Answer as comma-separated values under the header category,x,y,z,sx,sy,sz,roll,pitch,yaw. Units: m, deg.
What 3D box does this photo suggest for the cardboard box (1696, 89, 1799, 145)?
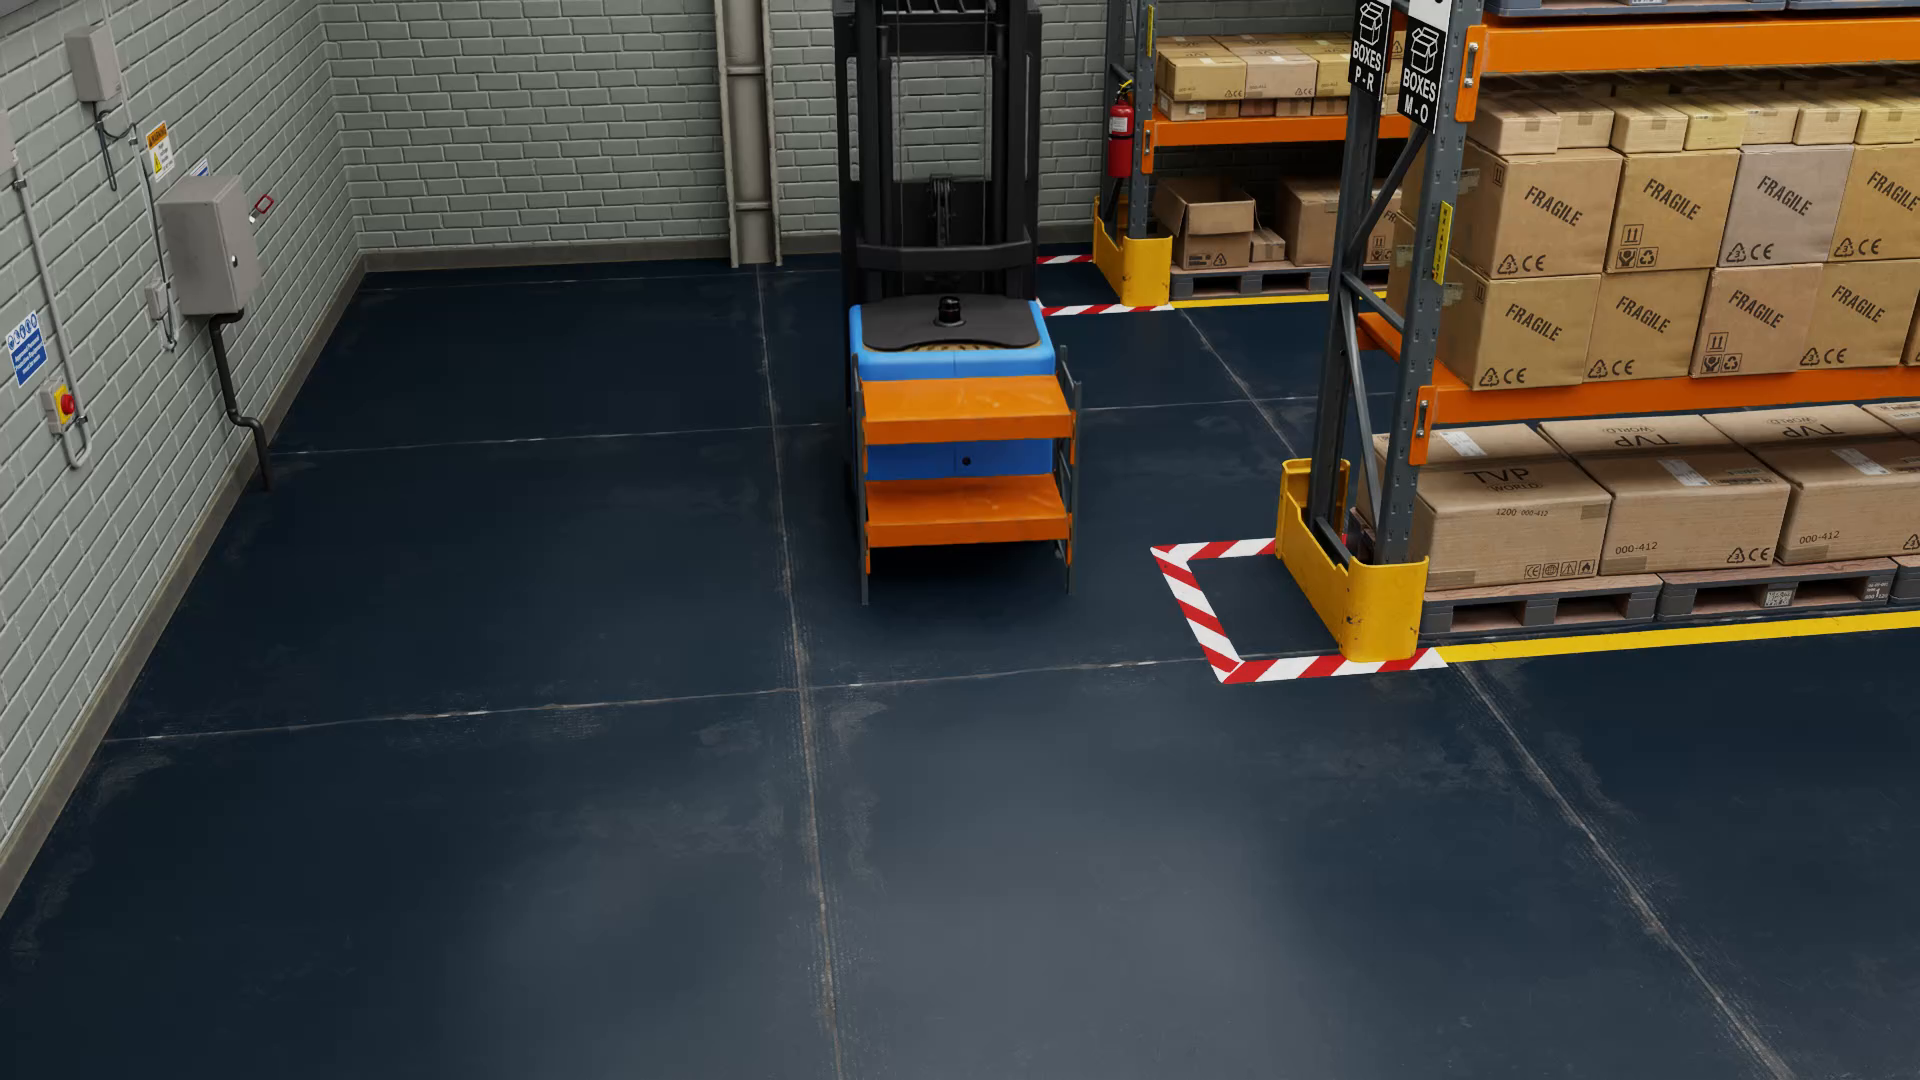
category,x,y,z,sx,sy,sz,roll,pitch,yaw
cardboard box,3.320,-1.796,7.050,0.250,0.149,0.380,-3,27,-7

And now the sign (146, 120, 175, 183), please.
category,x,y,z,sx,sy,sz,roll,pitch,yaw
sign,-4.030,-1.961,8.381,0.001,0.242,0.339,-4,27,-7

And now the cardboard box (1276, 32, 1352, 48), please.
category,x,y,z,sx,sy,sz,roll,pitch,yaw
cardboard box,2.621,-3.562,12.245,0.500,0.250,0.500,-3,27,-5

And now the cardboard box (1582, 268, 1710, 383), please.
category,x,y,z,sx,sy,sz,roll,pitch,yaw
cardboard box,2.909,-1.032,7.366,0.500,0.500,0.500,-4,27,-8

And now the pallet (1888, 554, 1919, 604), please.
category,x,y,z,sx,sy,sz,roll,pitch,yaw
pallet,5.093,-0.043,8.602,1.213,0.211,1.003,-4,27,-7

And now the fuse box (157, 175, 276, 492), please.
category,x,y,z,sx,sy,sz,roll,pitch,yaw
fuse box,-3.832,-1.058,8.938,0.414,1.711,0.539,-4,27,-7

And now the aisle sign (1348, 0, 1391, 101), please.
category,x,y,z,sx,sy,sz,roll,pitch,yaw
aisle sign,1.782,-2.334,7.166,0.004,0.787,0.394,-4,27,-7

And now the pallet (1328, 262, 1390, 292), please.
category,x,y,z,sx,sy,sz,roll,pitch,yaw
pallet,3.271,-2.177,12.762,1.213,0.211,1.003,-4,27,-7

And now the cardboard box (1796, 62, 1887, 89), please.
category,x,y,z,sx,sy,sz,roll,pitch,yaw
cardboard box,3.998,-2.083,7.609,0.250,0.149,0.380,-4,27,-7

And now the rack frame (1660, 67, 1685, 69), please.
category,x,y,z,sx,sy,sz,roll,pitch,yaw
rack frame,5.162,-3.540,12.363,0.127,3.000,1.000,-4,27,-7

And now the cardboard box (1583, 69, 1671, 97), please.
category,x,y,z,sx,sy,sz,roll,pitch,yaw
cardboard box,2.971,-2.012,7.470,0.250,0.149,0.380,-3,27,-6

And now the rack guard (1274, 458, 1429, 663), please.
category,x,y,z,sx,sy,sz,roll,pitch,yaw
rack guard,1.873,0.072,8.063,0.348,0.500,1.175,-4,27,-7

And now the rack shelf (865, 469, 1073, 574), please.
category,x,y,z,sx,sy,sz,roll,pitch,yaw
rack shelf,0.020,-0.097,8.243,1.000,0.278,0.538,-2,27,-5

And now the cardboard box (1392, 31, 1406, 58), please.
category,x,y,z,sx,sy,sz,roll,pitch,yaw
cardboard box,3.173,-3.687,11.668,0.500,0.500,0.500,-3,27,-6

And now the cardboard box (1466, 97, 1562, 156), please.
category,x,y,z,sx,sy,sz,roll,pitch,yaw
cardboard box,2.286,-1.717,6.896,0.250,0.149,0.380,-3,27,-6

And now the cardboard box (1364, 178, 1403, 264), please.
category,x,y,z,sx,sy,sz,roll,pitch,yaw
cardboard box,3.209,-2.382,12.384,0.500,0.500,0.500,-3,27,-6

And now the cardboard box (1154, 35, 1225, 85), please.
category,x,y,z,sx,sy,sz,roll,pitch,yaw
cardboard box,1.620,-3.500,12.125,0.500,0.250,0.500,-3,27,-6

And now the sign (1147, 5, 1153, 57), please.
category,x,y,z,sx,sy,sz,roll,pitch,yaw
sign,1.277,-3.425,11.192,0.005,0.325,0.100,-4,27,-7

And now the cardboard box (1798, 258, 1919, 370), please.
category,x,y,z,sx,sy,sz,roll,pitch,yaw
cardboard box,3.909,-1.096,7.490,0.500,0.500,0.500,-3,27,-5

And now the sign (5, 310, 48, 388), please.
category,x,y,z,sx,sy,sz,roll,pitch,yaw
sign,-3.738,-0.767,6.663,0.001,0.218,0.327,-4,27,-7

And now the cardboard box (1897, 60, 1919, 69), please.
category,x,y,z,sx,sy,sz,roll,pitch,yaw
cardboard box,4.488,-2.121,7.682,0.250,0.149,0.380,-4,27,-9

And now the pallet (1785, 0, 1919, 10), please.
category,x,y,z,sx,sy,sz,roll,pitch,yaw
pallet,3.840,-2.468,7.086,1.213,0.211,1.003,-4,27,-7

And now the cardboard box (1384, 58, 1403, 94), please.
category,x,y,z,sx,sy,sz,roll,pitch,yaw
cardboard box,3.192,-3.366,11.863,0.500,0.250,0.500,-4,27,-8

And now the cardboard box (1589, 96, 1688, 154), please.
category,x,y,z,sx,sy,sz,roll,pitch,yaw
cardboard box,2.809,-1.731,6.922,0.250,0.149,0.380,-3,27,-6

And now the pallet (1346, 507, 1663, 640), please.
category,x,y,z,sx,sy,sz,roll,pitch,yaw
pallet,2.677,0.113,8.299,1.213,0.211,1.003,-4,27,-7

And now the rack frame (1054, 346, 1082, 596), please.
category,x,y,z,sx,sy,sz,roll,pitch,yaw
rack frame,0.526,-0.337,8.174,0.032,1.125,0.500,-2,27,-5

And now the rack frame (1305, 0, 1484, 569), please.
category,x,y,z,sx,sy,sz,roll,pitch,yaw
rack frame,1.896,-1.042,7.495,0.127,3.000,1.000,-4,27,-7

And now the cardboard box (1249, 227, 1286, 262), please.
category,x,y,z,sx,sy,sz,roll,pitch,yaw
cardboard box,2.246,-2.210,12.433,0.250,0.149,0.380,-5,28,-9

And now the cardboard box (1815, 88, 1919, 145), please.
category,x,y,z,sx,sy,sz,roll,pitch,yaw
cardboard box,3.828,-1.797,7.051,0.250,0.149,0.380,-4,27,-8

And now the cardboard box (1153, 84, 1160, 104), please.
category,x,y,z,sx,sy,sz,roll,pitch,yaw
cardboard box,1.492,-3.316,12.202,0.250,0.149,0.380,-4,27,-8

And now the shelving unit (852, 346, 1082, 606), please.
category,x,y,z,sx,sy,sz,roll,pitch,yaw
shelving unit,0.020,-0.315,8.131,1.048,1.125,0.538,-2,27,-5

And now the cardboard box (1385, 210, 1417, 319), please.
category,x,y,z,sx,sy,sz,roll,pitch,yaw
cardboard box,2.337,-1.237,7.765,0.500,0.500,0.500,-4,27,-7

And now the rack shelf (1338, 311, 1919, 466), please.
category,x,y,z,sx,sy,sz,roll,pitch,yaw
rack shelf,3.877,-0.849,7.907,4.000,0.370,1.077,-4,27,-7

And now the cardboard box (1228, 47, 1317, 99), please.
category,x,y,z,sx,sy,sz,roll,pitch,yaw
cardboard box,2.187,-3.290,11.715,0.500,0.250,0.500,-3,27,-7

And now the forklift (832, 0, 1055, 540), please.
category,x,y,z,sx,sy,sz,roll,pitch,yaw
forklift,-0.135,-1.943,9.326,1.130,2.935,3.031,-2,27,-4

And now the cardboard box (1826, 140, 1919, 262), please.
category,x,y,z,sx,sy,sz,roll,pitch,yaw
cardboard box,3.924,-1.537,7.256,0.500,0.500,0.500,-4,27,-7

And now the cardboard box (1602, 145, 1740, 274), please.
category,x,y,z,sx,sy,sz,roll,pitch,yaw
cardboard box,2.922,-1.469,7.123,0.500,0.500,0.500,-4,27,-9

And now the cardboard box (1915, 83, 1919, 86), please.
category,x,y,z,sx,sy,sz,roll,pitch,yaw
cardboard box,4.322,-1.858,7.170,0.250,0.149,0.380,-4,27,-8

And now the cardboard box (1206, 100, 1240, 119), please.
category,x,y,z,sx,sy,sz,roll,pitch,yaw
cardboard box,1.810,-3.108,11.796,0.250,0.149,0.380,-3,27,-6

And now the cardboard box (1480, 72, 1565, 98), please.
category,x,y,z,sx,sy,sz,roll,pitch,yaw
cardboard box,2.472,-1.960,7.369,0.250,0.149,0.380,-3,27,-6

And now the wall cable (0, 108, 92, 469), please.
category,x,y,z,sx,sy,sz,roll,pitch,yaw
wall cable,-3.684,-1.139,6.536,0.123,1.953,0.585,-4,27,-7

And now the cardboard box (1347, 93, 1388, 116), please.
category,x,y,z,sx,sy,sz,roll,pitch,yaw
cardboard box,2.847,-3.130,11.840,0.250,0.149,0.380,-4,27,-9

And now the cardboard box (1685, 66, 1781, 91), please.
category,x,y,z,sx,sy,sz,roll,pitch,yaw
cardboard box,3.480,-2.039,7.523,0.250,0.149,0.380,-3,27,-6

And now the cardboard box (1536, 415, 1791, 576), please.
category,x,y,z,sx,sy,sz,roll,pitch,yaw
cardboard box,3.441,-0.238,8.275,0.875,0.438,0.875,-3,27,-6

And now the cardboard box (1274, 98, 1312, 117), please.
category,x,y,z,sx,sy,sz,roll,pitch,yaw
cardboard box,2.324,-3.129,11.837,0.250,0.149,0.380,-3,27,-5

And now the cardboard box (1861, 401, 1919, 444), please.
category,x,y,z,sx,sy,sz,roll,pitch,yaw
cardboard box,5.221,-0.352,8.496,0.875,0.438,0.875,-4,27,-8
